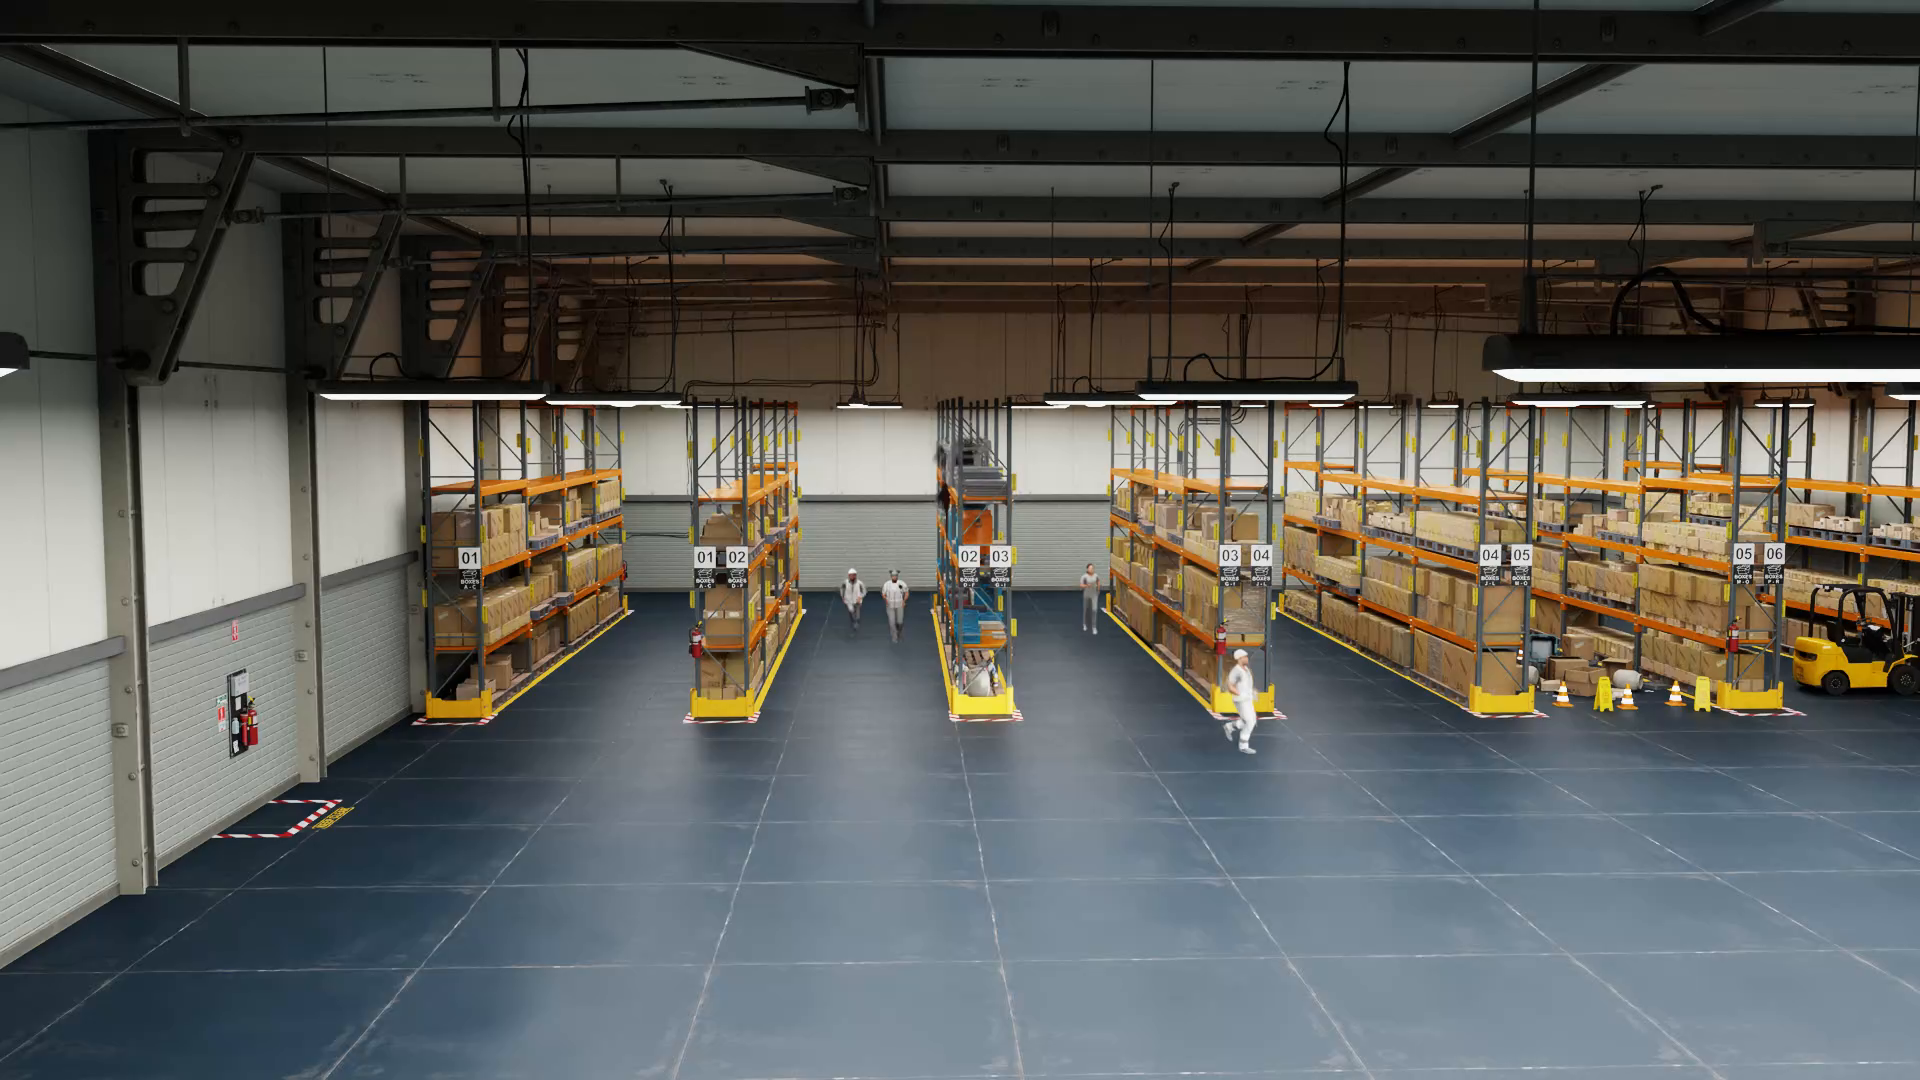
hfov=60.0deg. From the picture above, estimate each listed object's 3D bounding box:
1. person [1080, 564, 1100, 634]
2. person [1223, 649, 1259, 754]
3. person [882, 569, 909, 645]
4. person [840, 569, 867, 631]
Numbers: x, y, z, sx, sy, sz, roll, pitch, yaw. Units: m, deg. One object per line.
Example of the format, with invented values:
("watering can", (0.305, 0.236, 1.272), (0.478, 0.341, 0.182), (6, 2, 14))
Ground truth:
("person", (3.234, 1.442, 41.437), (0.566, 1.731, 0.807), (-1, 4, -7))
("person", (4.681, 2.702, 27.939), (0.615, 1.745, 0.656), (3, 5, 29))
("person", (-1.514, 1.575, 38.891), (0.638, 1.798, 0.559), (0, 4, 0))
("person", (-2.711, 1.536, 42.173), (0.681, 1.631, 0.946), (0, 4, -4))
